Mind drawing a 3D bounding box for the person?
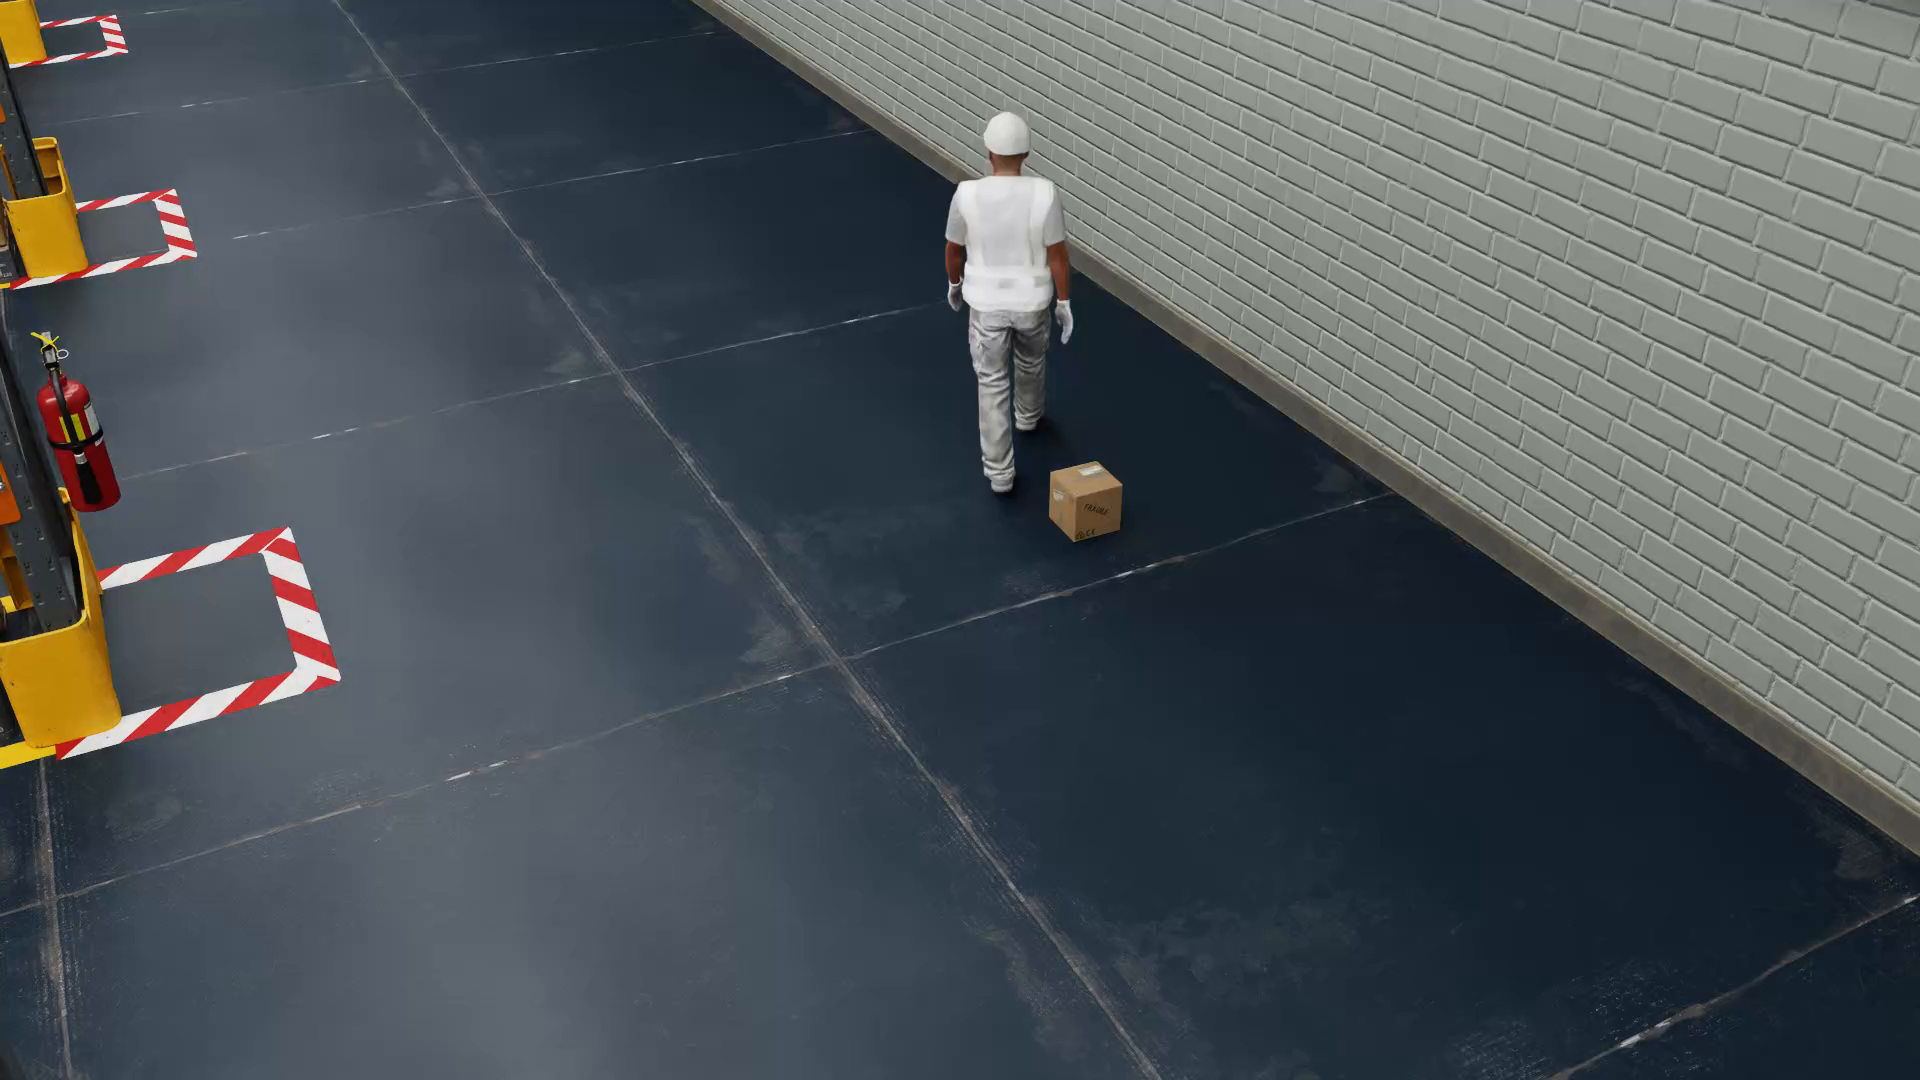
[{"bbox_3d":[0.220,-1.190,7.934,0.586,1.741,0.914,-3,33,-4],"label":"person"}]
